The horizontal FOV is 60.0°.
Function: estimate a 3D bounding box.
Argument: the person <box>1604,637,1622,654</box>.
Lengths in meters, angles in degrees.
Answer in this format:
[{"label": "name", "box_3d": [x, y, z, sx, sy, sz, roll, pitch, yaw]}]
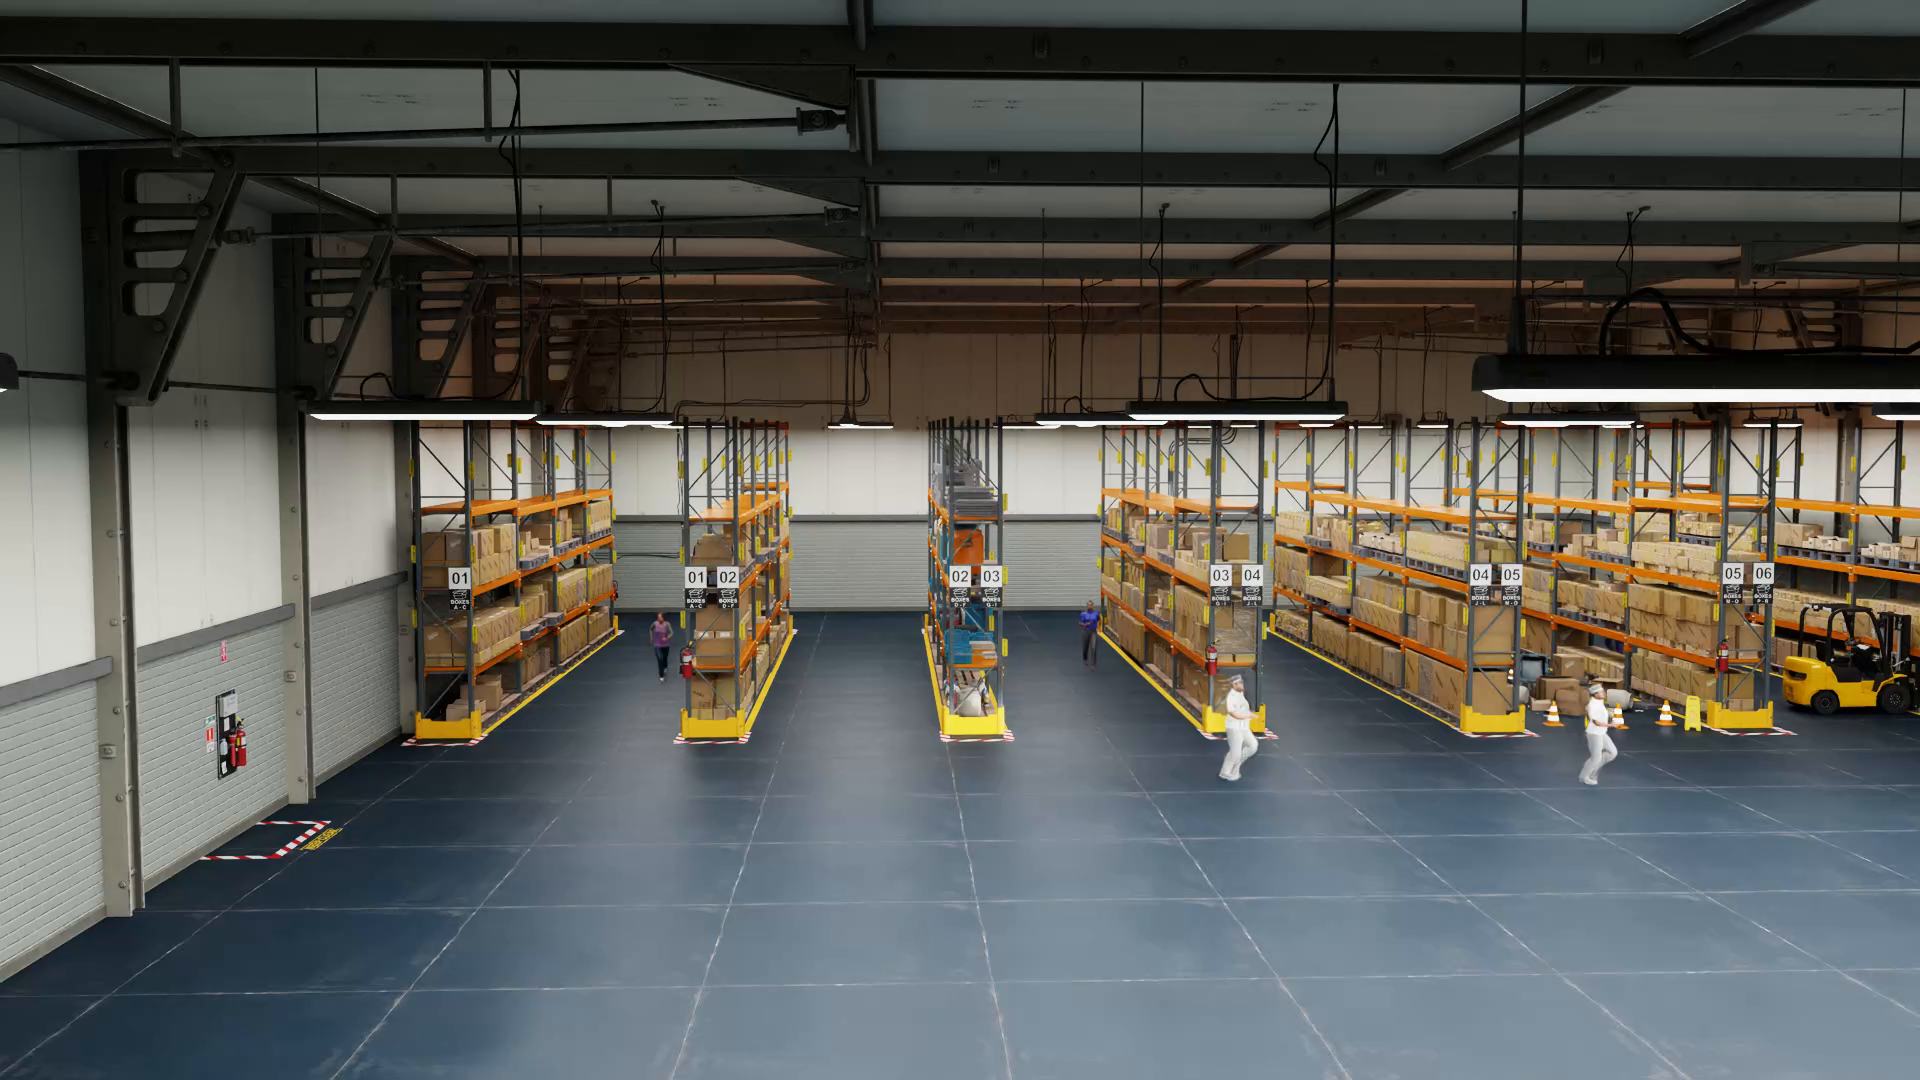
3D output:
[{"label": "person", "box_3d": [16.307, 2.213, 41.462, 0.626, 1.644, 0.637, 0, 4, 0]}]

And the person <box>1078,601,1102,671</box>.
[{"label": "person", "box_3d": [3.122, 2.274, 39.878, 0.575, 1.645, 0.938, 0, 4, 0]}]

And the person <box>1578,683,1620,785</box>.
[{"label": "person", "box_3d": [10.330, 3.131, 26.861, 0.608, 1.655, 0.546, 2, 4, 32]}]

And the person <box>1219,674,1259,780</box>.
[{"label": "person", "box_3d": [4.588, 3.061, 27.226, 0.655, 1.752, 0.646, 2, 4, 28]}]

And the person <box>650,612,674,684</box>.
[{"label": "person", "box_3d": [-6.831, 2.441, 38.112, 0.557, 1.597, 0.929, 0, 4, -4]}]
